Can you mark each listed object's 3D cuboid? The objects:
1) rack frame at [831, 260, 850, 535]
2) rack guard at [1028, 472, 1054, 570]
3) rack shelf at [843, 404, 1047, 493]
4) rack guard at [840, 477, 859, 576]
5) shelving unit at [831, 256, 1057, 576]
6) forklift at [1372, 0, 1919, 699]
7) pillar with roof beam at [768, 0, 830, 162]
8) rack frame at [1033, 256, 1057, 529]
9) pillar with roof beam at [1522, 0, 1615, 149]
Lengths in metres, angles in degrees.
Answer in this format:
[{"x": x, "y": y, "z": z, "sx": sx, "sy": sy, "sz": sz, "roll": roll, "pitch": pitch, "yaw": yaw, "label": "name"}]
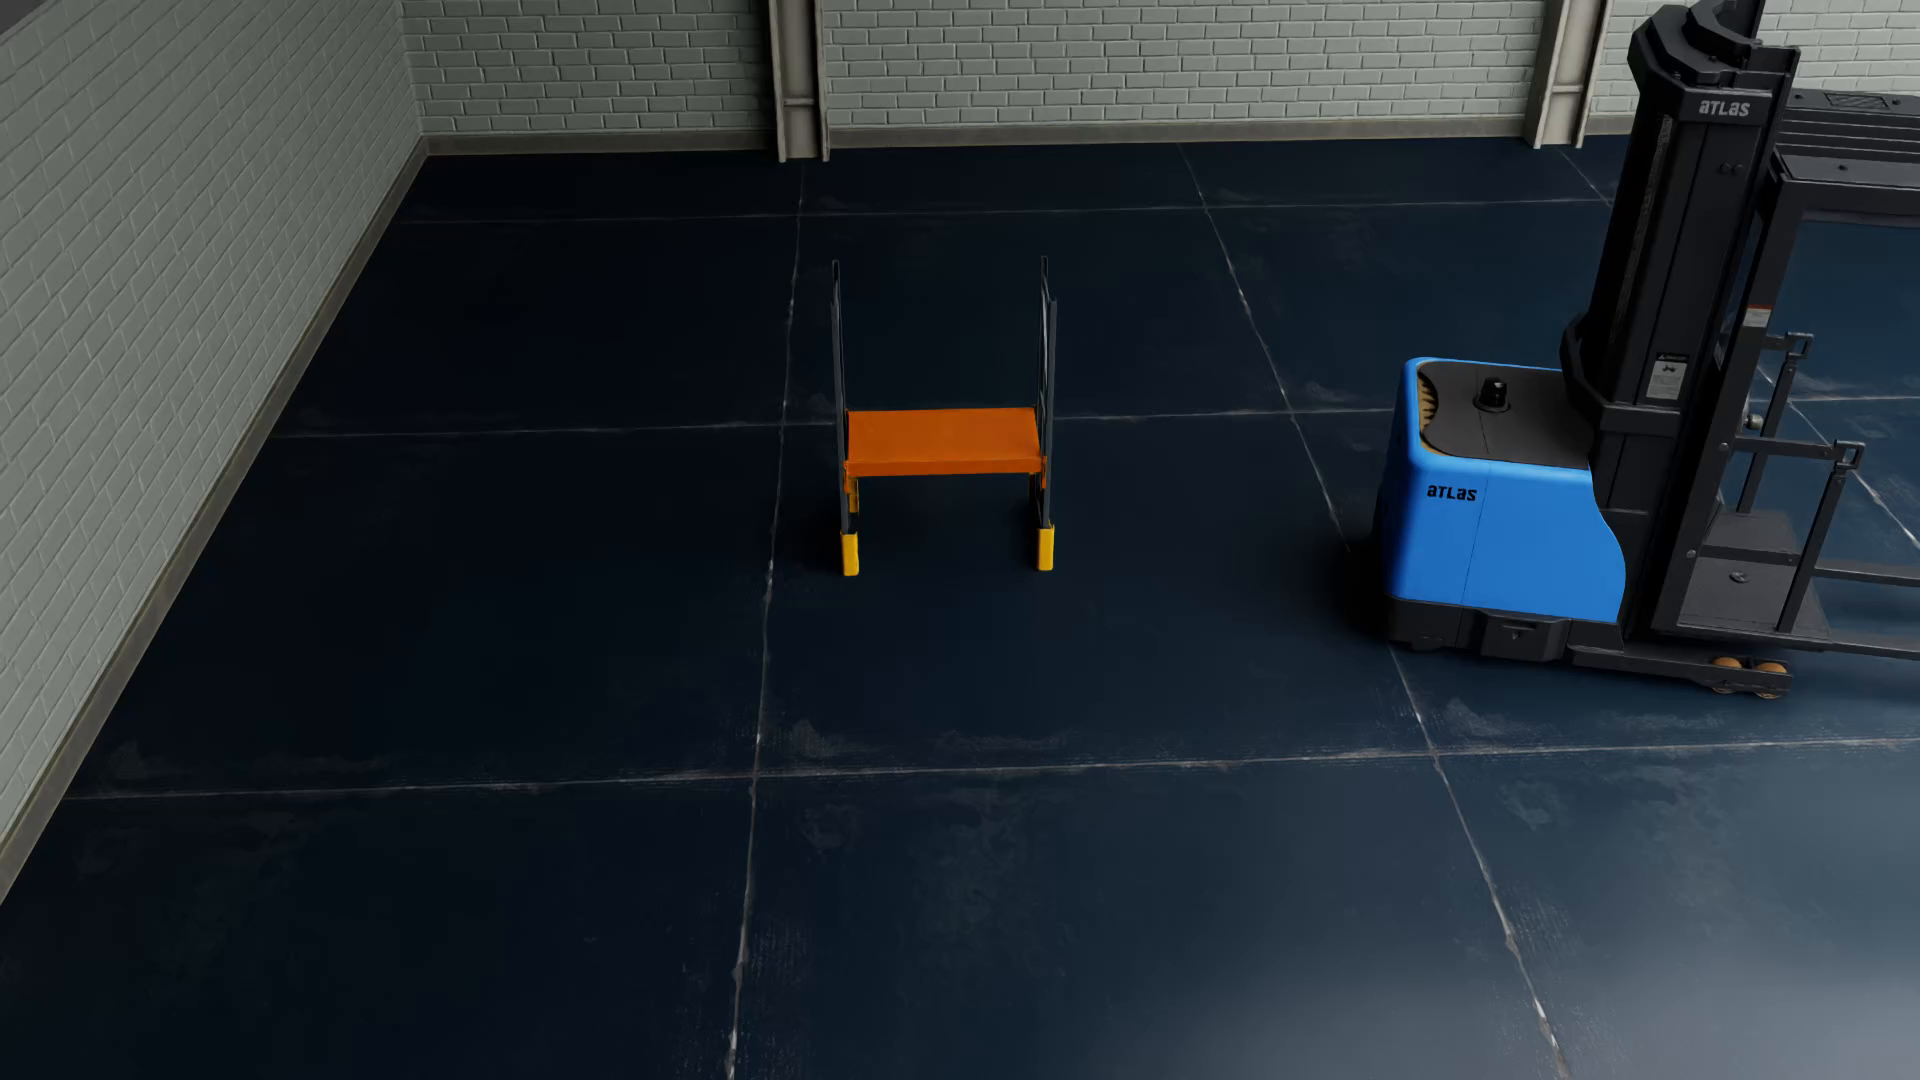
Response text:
[{"x": -0.593, "y": -0.601, "z": 8.300, "sx": 0.032, "sy": 1.500, "sz": 0.500, "roll": -2, "pitch": 35, "yaw": -2, "label": "rack frame"}, {"x": 0.421, "y": -0.114, "z": 8.695, "sx": 0.087, "sy": 0.250, "sz": 0.587, "roll": -2, "pitch": 35, "yaw": -2, "label": "rack guard"}, {"x": -0.085, "y": -0.467, "z": 8.422, "sx": 1.000, "sy": 0.185, "sz": 0.538, "roll": -2, "pitch": 35, "yaw": -2, "label": "rack shelf"}, {"x": -0.574, "y": -0.087, "z": 8.657, "sx": 0.087, "sy": 0.250, "sz": 0.587, "roll": -2, "pitch": 35, "yaw": -2, "label": "rack guard"}, {"x": -0.076, "y": -0.615, "z": 8.320, "sx": 1.083, "sy": 1.500, "sz": 0.587, "roll": -2, "pitch": 35, "yaw": -2, "label": "shelving unit"}, {"x": 3.561, "y": -0.803, "z": 7.334, "sx": 3.031, "sy": 2.935, "sz": 1.130, "roll": 6, "pitch": 35, "yaw": 9, "label": "forklift"}, {"x": -1.029, "y": -4.305, "z": 7.063, "sx": 0.400, "sy": 9.000, "sz": 9.100, "roll": -2, "pitch": 35, "yaw": -2, "label": "pillar with roof beam"}, {"x": 0.423, "y": -0.628, "z": 8.340, "sx": 0.032, "sy": 1.500, "sz": 0.500, "roll": -2, "pitch": 35, "yaw": -2, "label": "rack frame"}, {"x": 4.965, "y": -4.467, "z": 7.296, "sx": 0.400, "sy": 9.000, "sz": 9.100, "roll": -2, "pitch": 35, "yaw": -2, "label": "pillar with roof beam"}]
